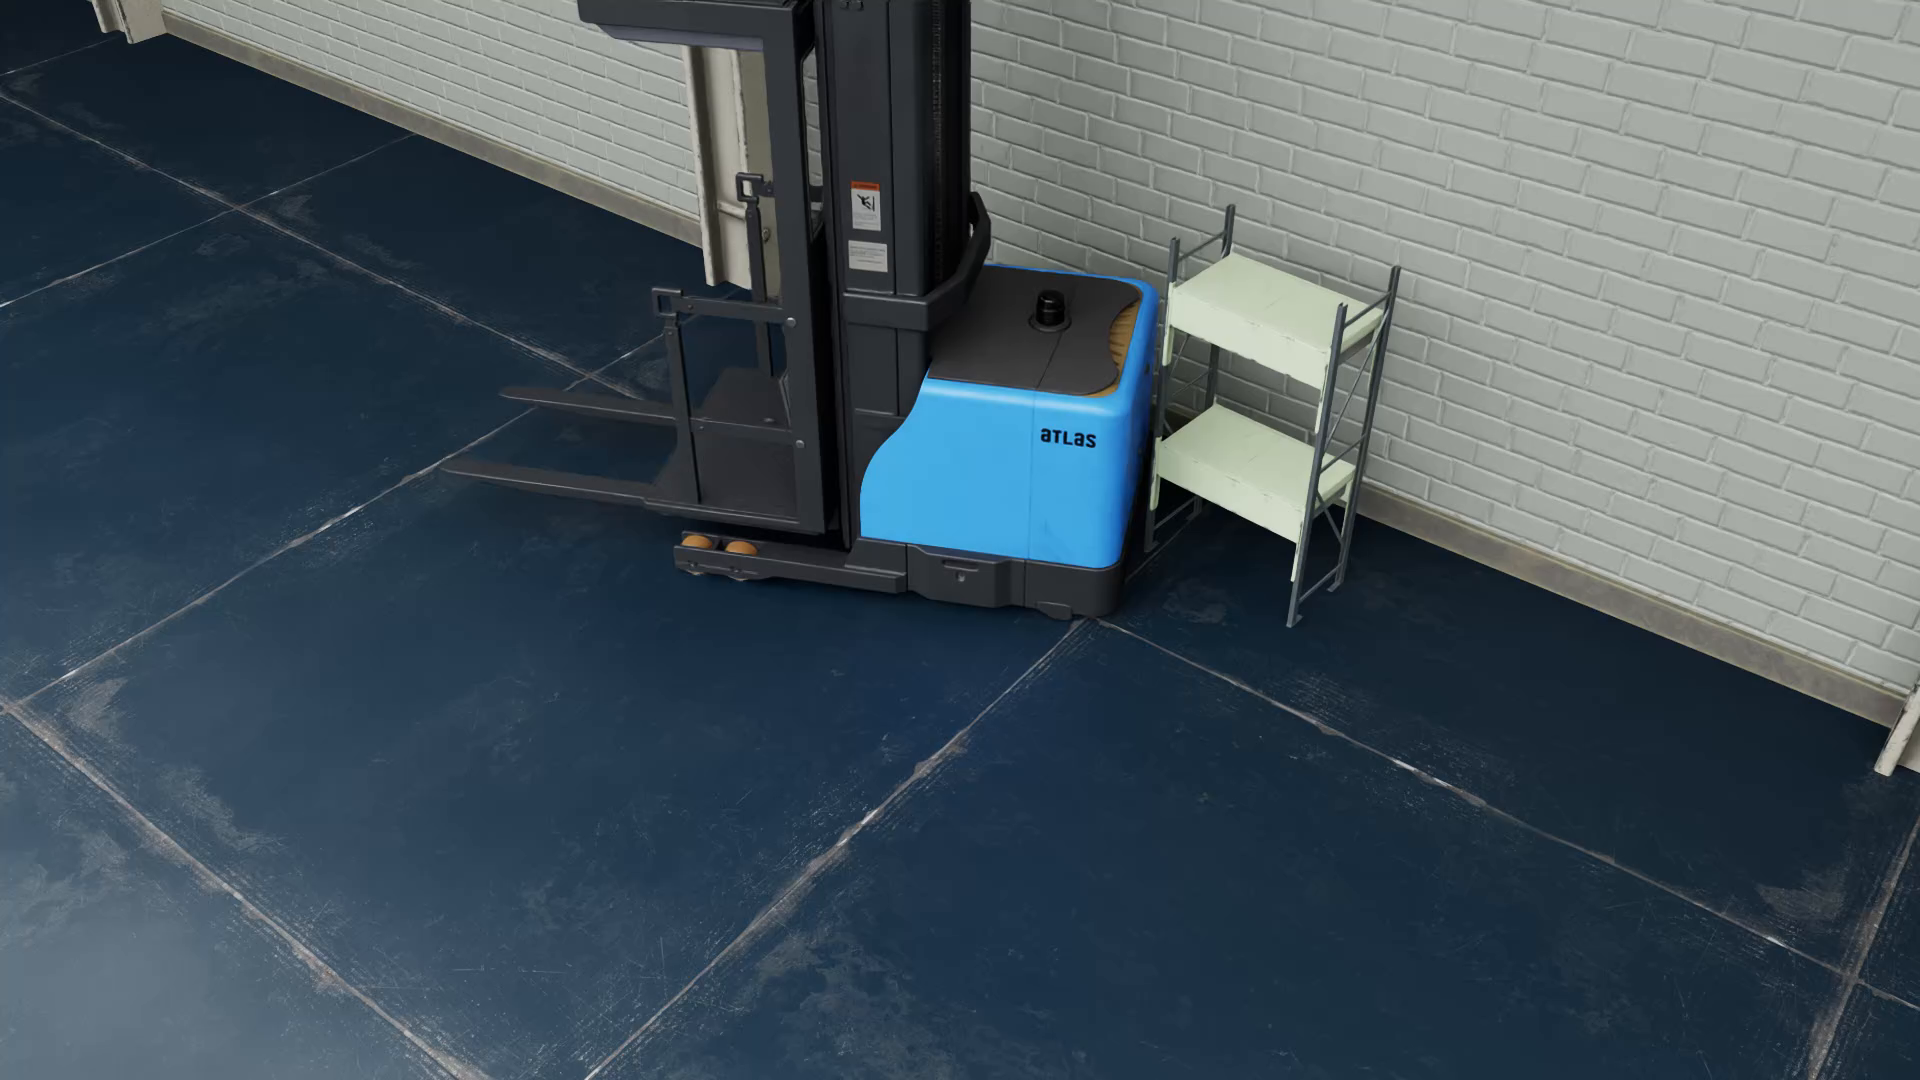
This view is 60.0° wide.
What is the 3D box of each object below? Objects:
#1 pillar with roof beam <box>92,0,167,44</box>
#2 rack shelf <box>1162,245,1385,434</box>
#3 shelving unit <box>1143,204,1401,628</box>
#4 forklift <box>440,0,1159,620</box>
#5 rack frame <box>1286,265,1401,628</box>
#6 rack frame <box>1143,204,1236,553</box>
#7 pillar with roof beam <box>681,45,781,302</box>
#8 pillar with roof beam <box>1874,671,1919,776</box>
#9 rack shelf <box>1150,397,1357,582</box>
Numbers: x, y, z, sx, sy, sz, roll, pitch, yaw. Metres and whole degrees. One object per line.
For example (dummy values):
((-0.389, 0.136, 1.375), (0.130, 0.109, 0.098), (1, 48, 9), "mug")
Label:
((-8.512, -5.078, 6.436), (0.400, 9.000, 9.100), (25, 45, 29), "pillar with roof beam")
((1.205, -0.784, 6.401), (0.720, 0.370, 0.431), (29, 47, 32), "rack shelf")
((1.205, -0.476, 6.642), (0.755, 1.500, 0.431), (29, 47, 32), "shelving unit")
((-0.735, -1.292, 6.523), (3.031, 2.935, 1.130), (8, 39, 10), "forklift")
((1.477, -0.325, 6.448), (0.023, 1.500, 0.400), (29, 47, 32), "rack frame")
((0.934, -0.628, 6.835), (0.023, 1.500, 0.400), (29, 47, 32), "rack frame")
((-3.746, -2.831, 3.566), (0.400, 9.000, 9.100), (25, 45, 29), "pillar with roof beam")
((1.020, -0.584, 0.696), (0.400, 9.000, 9.100), (25, 45, 29), "pillar with roof beam")
((1.205, -0.220, 6.843), (0.720, 0.370, 0.431), (29, 47, 32), "rack shelf")
